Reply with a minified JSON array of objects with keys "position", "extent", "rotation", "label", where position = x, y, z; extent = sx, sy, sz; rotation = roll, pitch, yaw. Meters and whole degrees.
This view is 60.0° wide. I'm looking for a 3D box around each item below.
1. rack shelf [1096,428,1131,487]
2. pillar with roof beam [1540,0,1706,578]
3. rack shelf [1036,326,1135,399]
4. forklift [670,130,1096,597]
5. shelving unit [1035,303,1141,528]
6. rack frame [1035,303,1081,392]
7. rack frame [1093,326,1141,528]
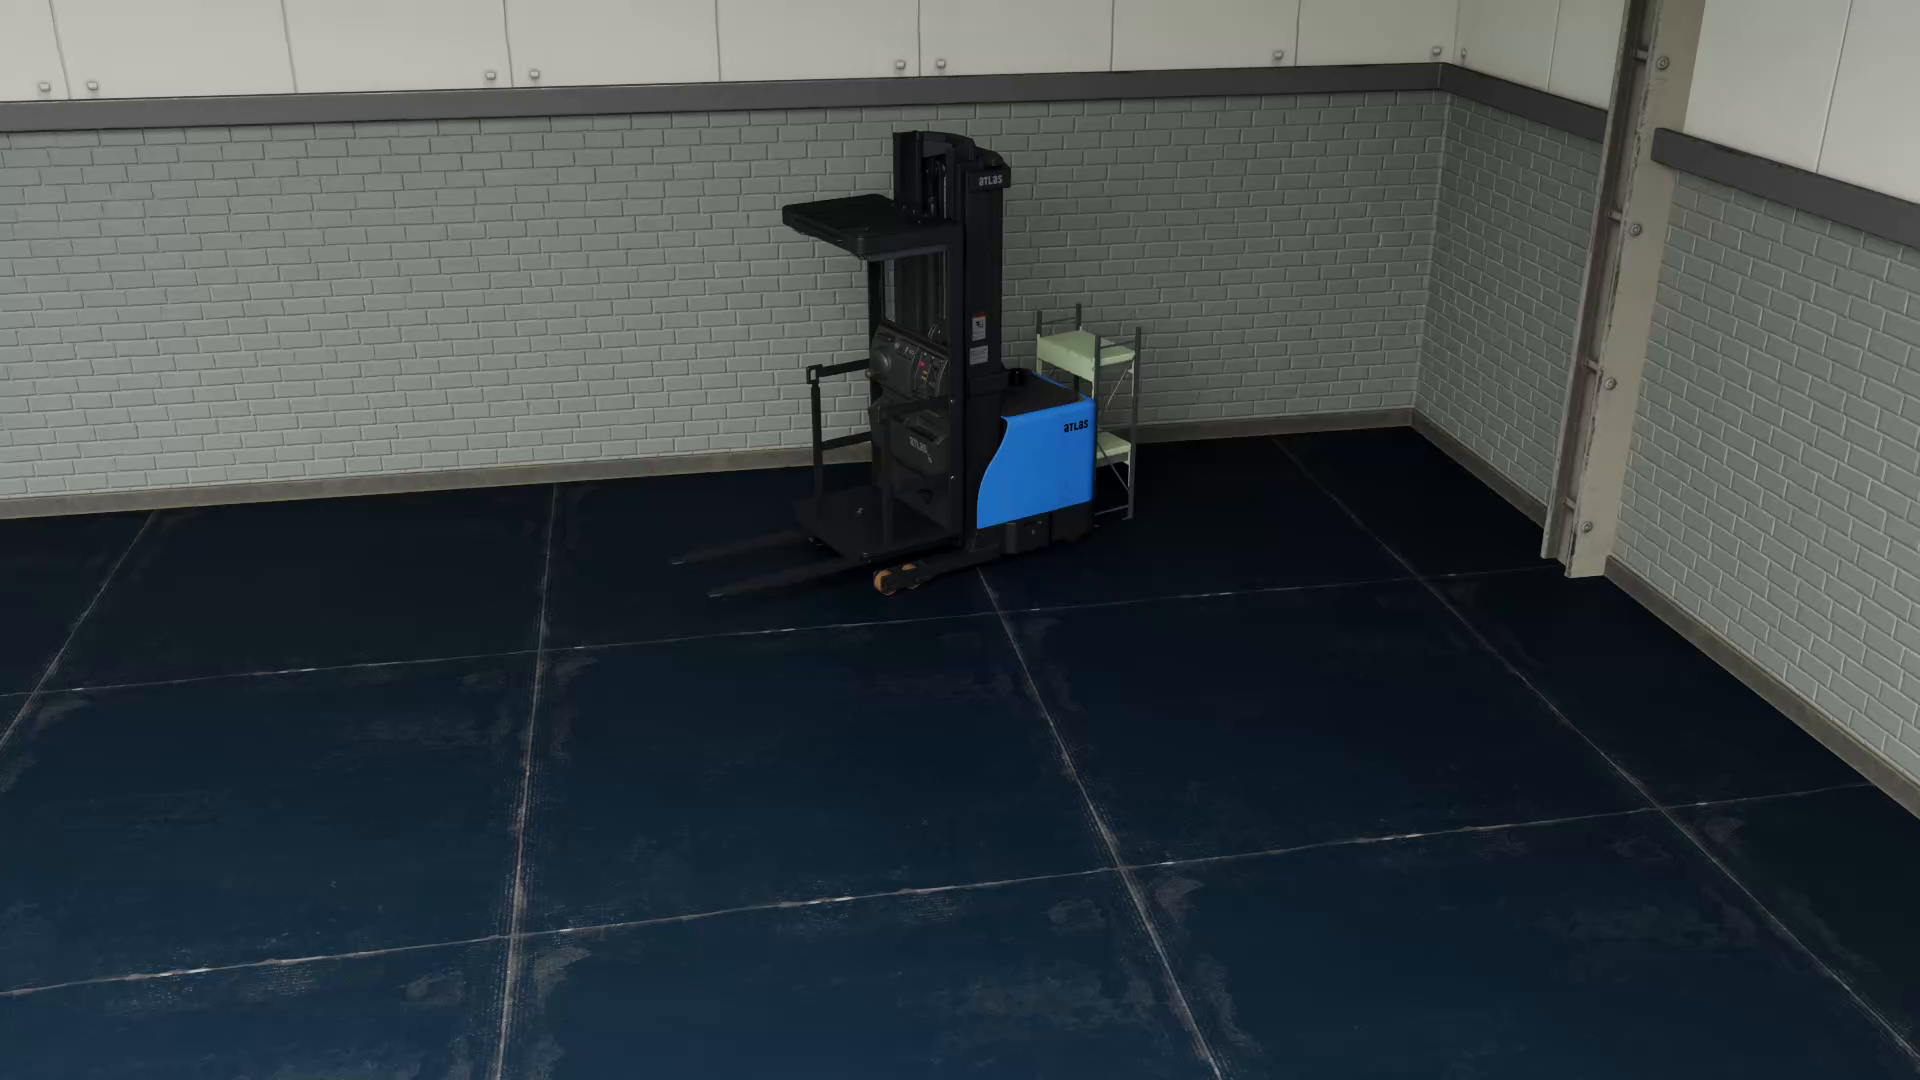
[{"position":[0.943,-0.642,12.661],"extent":[0.431,0.370,0.720],"rotation":[-14,27,-29],"label":"rack shelf"},{"position":[0.140,-3.628,9.315],"extent":[9.100,9.000,0.400],"rotation":[-4,24,-10],"label":"pillar with roof beam"},{"position":[0.943,-1.299,12.375],"extent":[0.431,0.370,0.720],"rotation":[-14,27,-29],"label":"rack shelf"},{"position":[-0.531,-1.208,11.354],"extent":[3.031,2.935,1.130],"rotation":[-14,27,-29],"label":"forklift"},{"position":[0.943,-0.941,12.531],"extent":[0.431,1.500,0.755],"rotation":[-14,27,-29],"label":"shelving unit"},{"position":[0.746,-1.065,12.814],"extent":[0.400,1.500,0.023],"rotation":[-14,27,-29],"label":"rack frame"},{"position":[1.139,-0.818,12.248],"extent":[0.400,1.500,0.023],"rotation":[-14,27,-29],"label":"rack frame"}]
